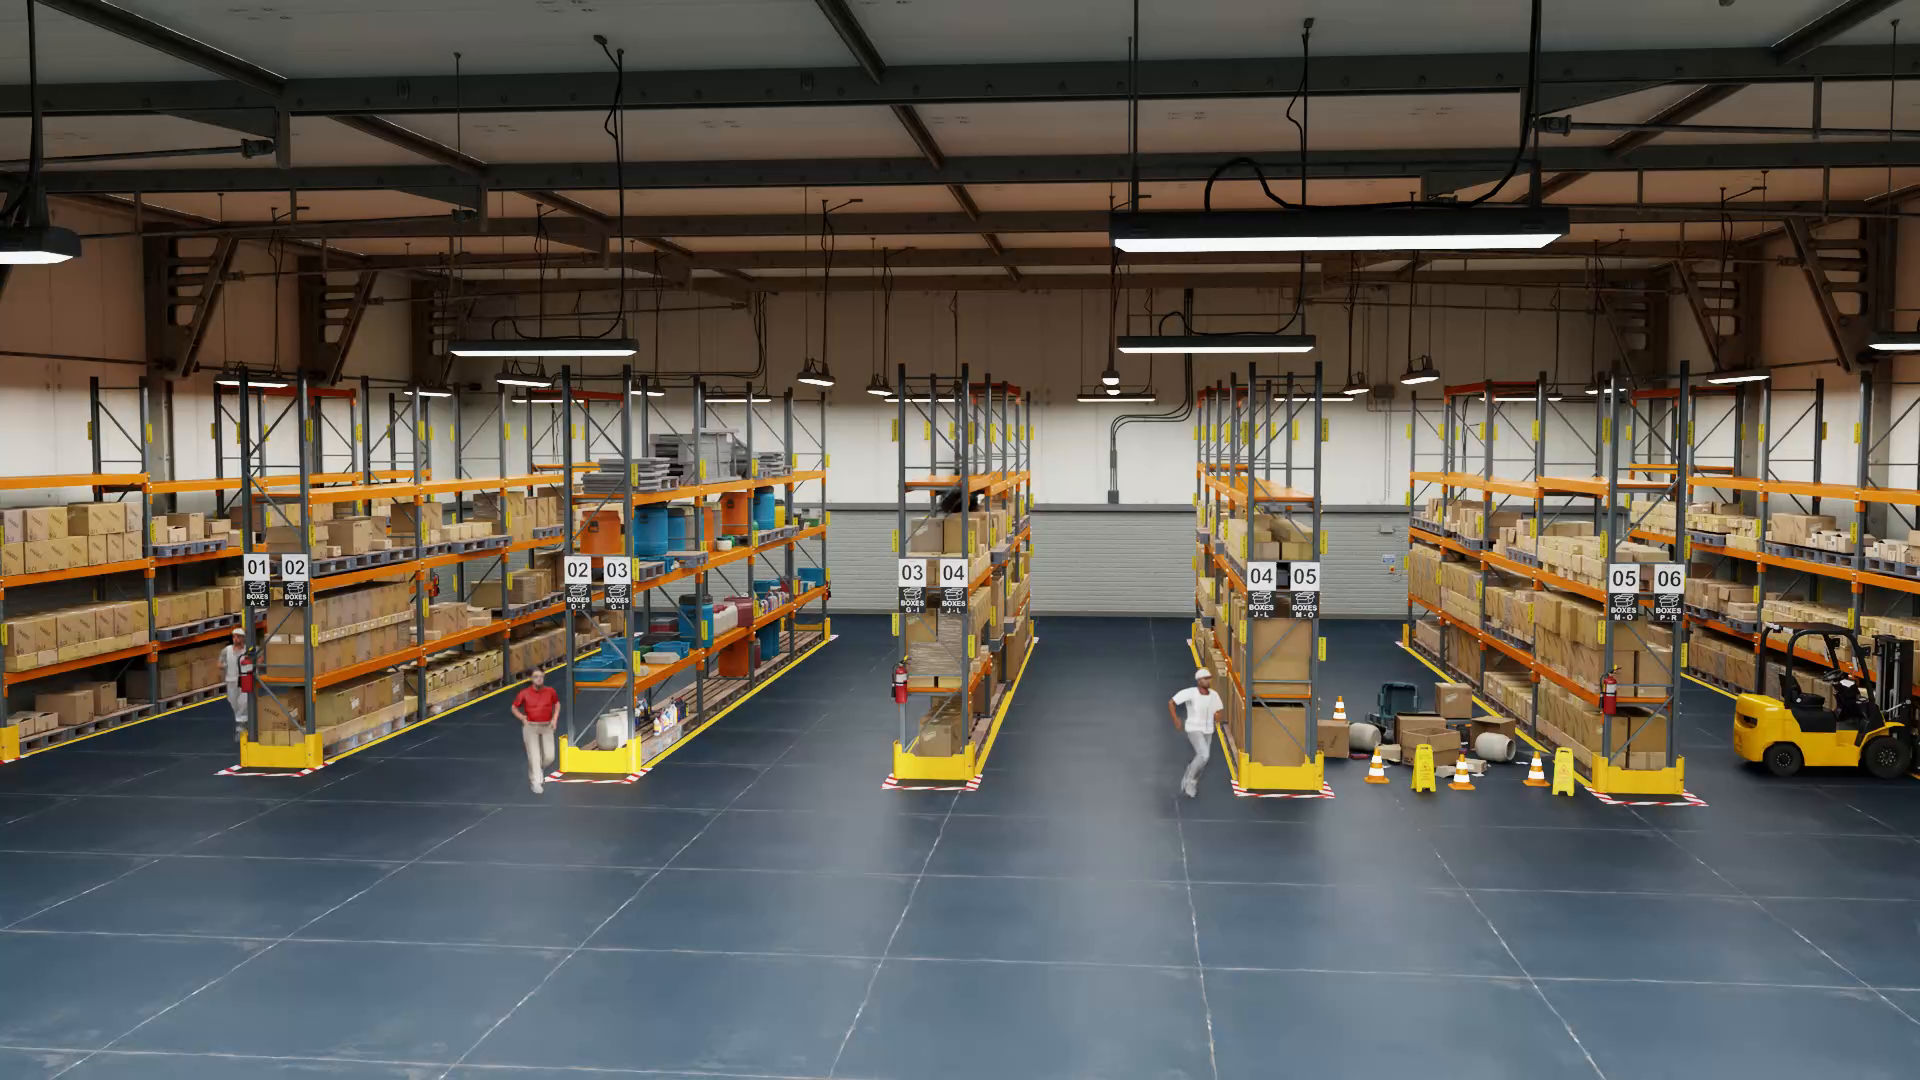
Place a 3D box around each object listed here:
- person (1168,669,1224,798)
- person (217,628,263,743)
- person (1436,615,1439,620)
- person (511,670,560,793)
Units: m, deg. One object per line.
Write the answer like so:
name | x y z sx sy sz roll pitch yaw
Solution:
person | 3.332 2.665 23.011 0.721 1.762 0.632 -3 4 -34
person | -11.747 2.334 27.071 0.645 1.800 0.899 0 4 -7
person | 11.738 1.606 40.187 0.739 1.622 0.880 2 4 32
person | -5.933 2.673 23.339 0.701 1.701 0.631 -2 4 -26
